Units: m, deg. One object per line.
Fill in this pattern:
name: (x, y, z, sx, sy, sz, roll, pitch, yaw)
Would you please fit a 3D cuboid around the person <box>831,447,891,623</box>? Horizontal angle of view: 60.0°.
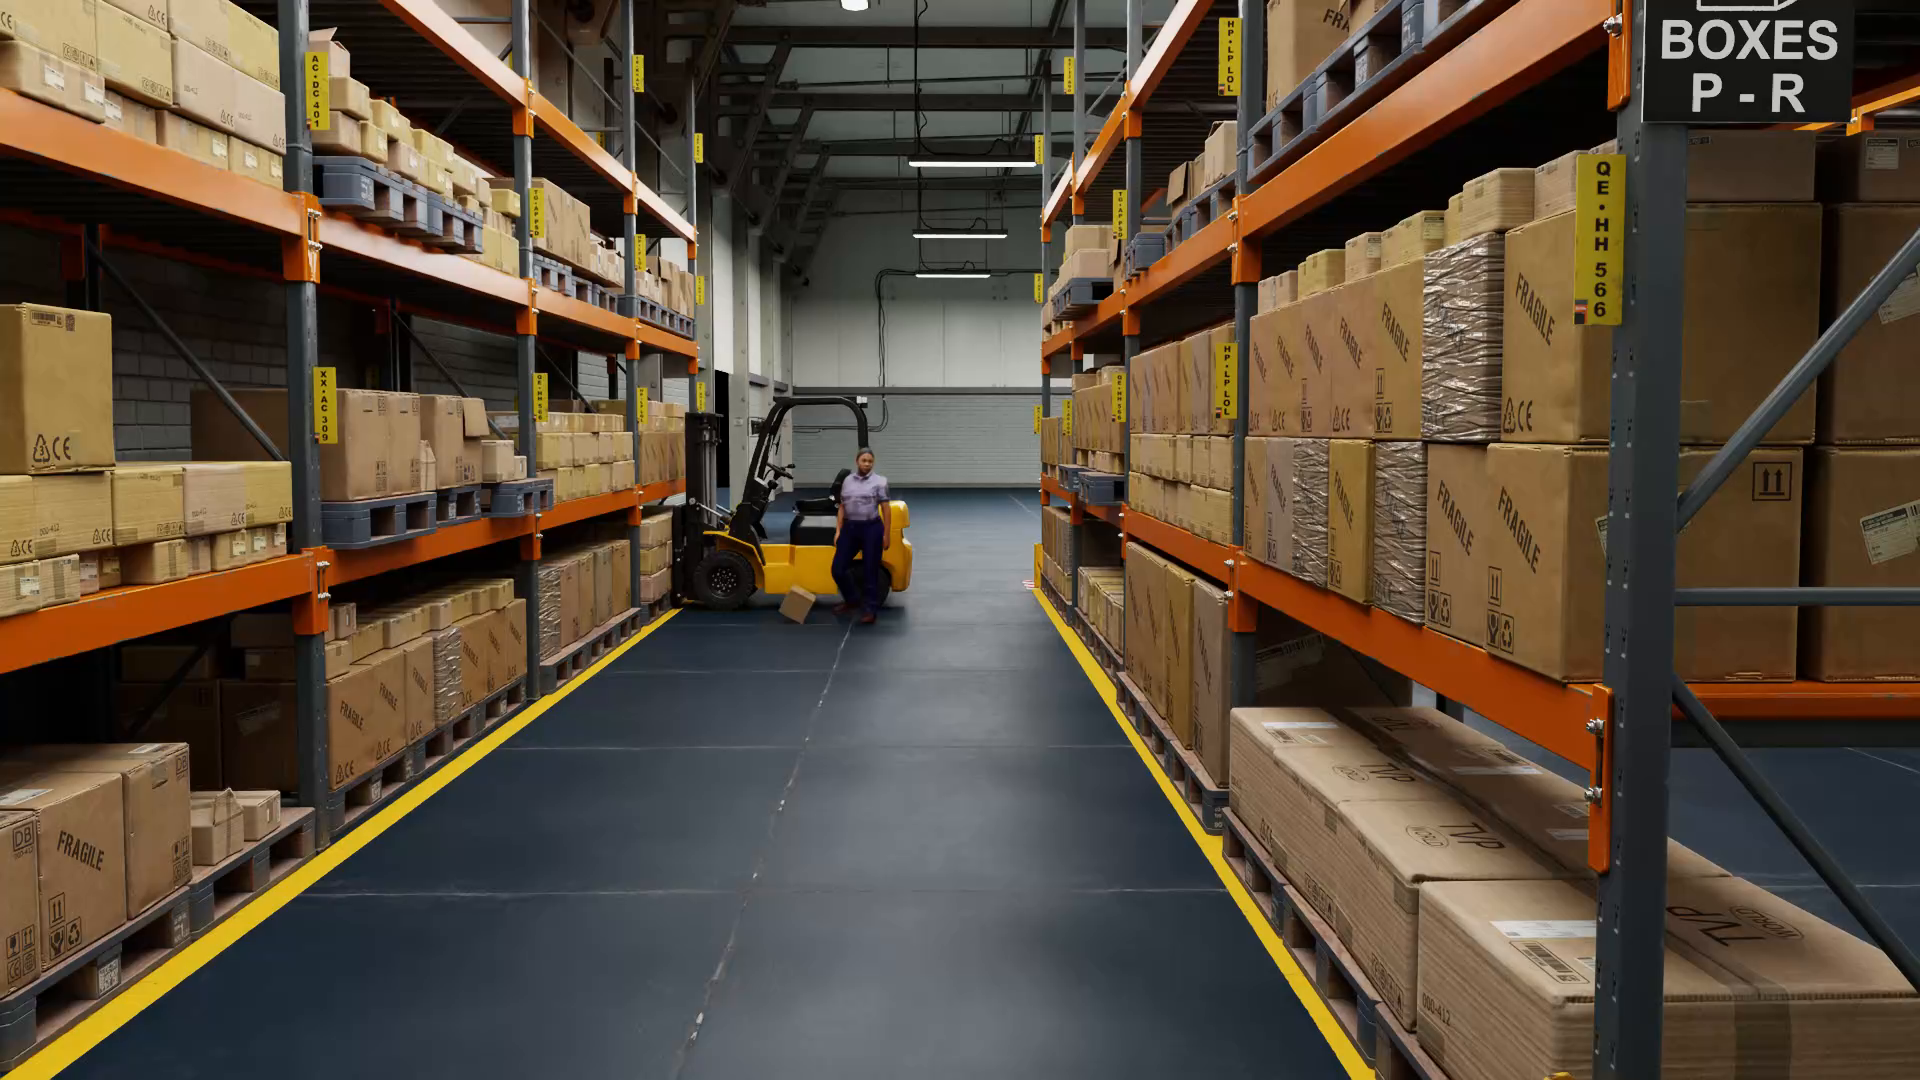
person: (-0.953, -0.051, 15.617, 0.663, 1.642, 0.461, 2, 4, 21)
